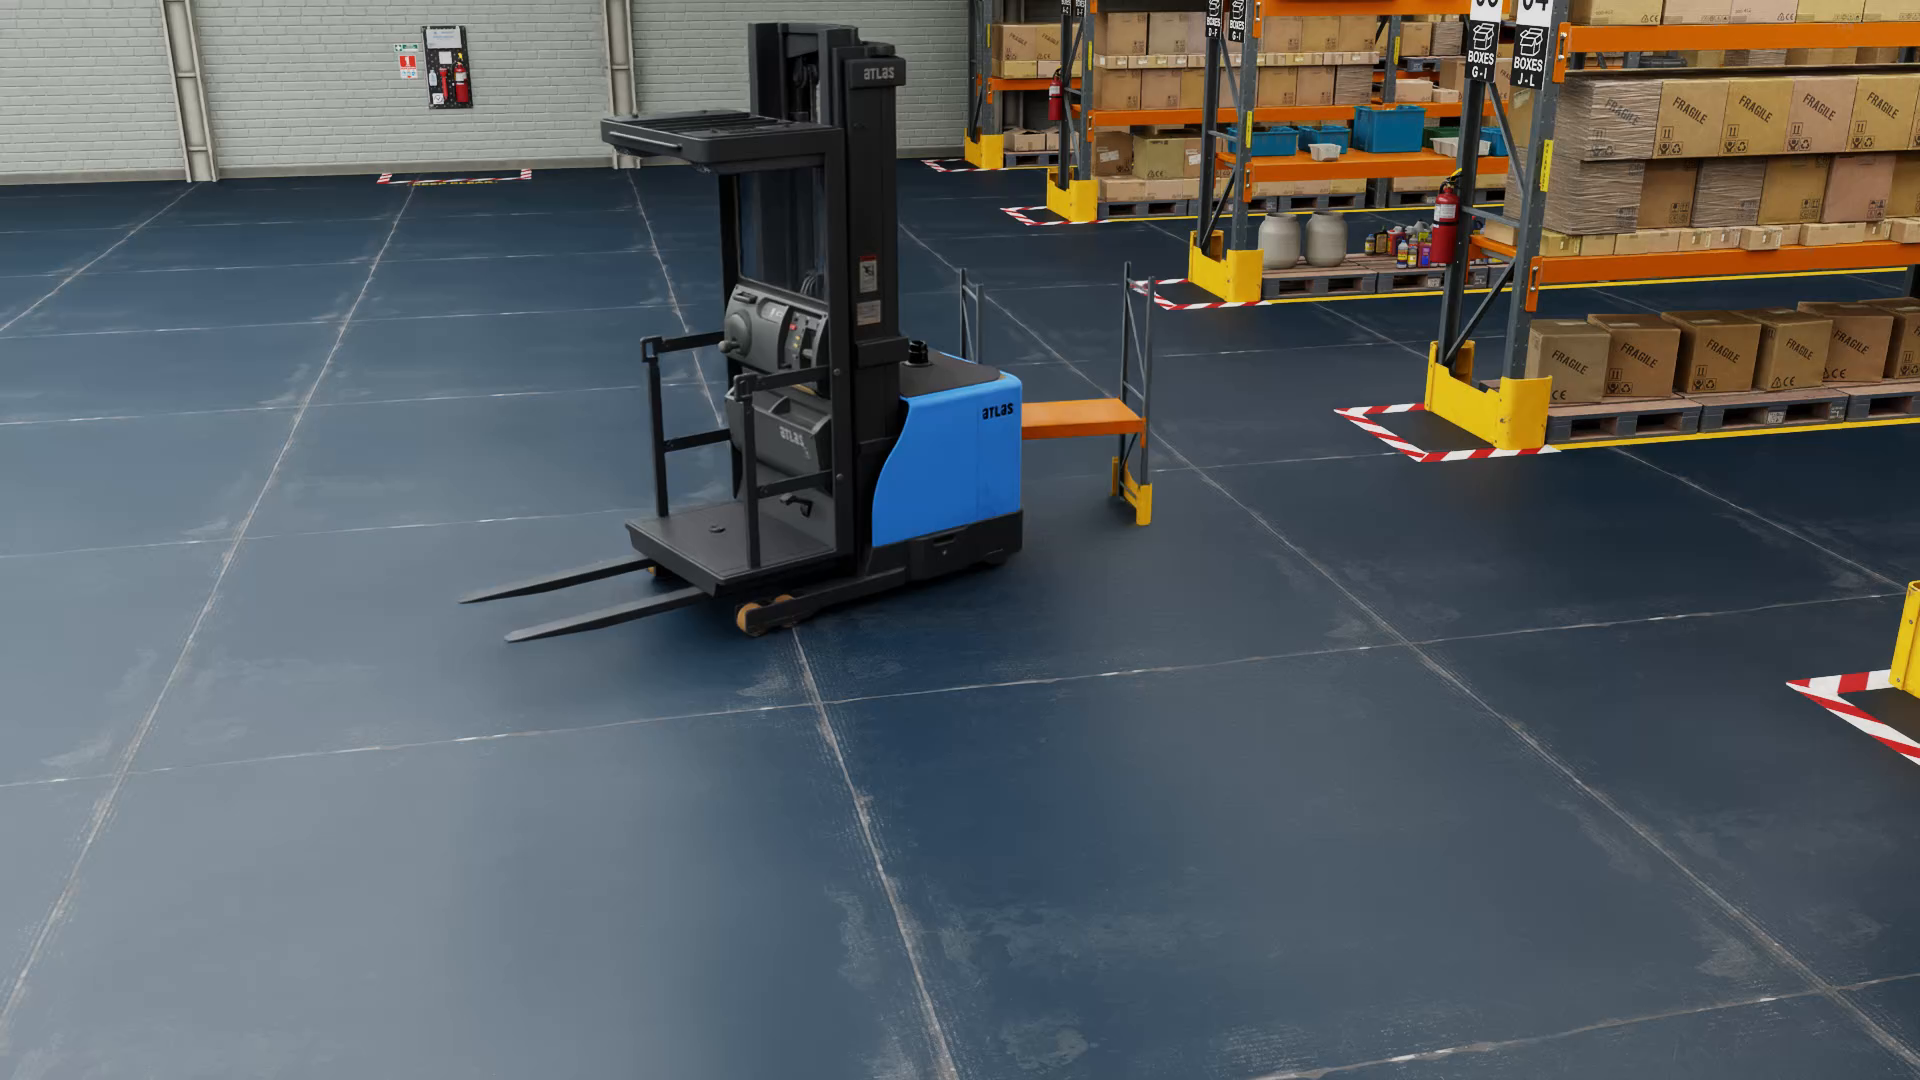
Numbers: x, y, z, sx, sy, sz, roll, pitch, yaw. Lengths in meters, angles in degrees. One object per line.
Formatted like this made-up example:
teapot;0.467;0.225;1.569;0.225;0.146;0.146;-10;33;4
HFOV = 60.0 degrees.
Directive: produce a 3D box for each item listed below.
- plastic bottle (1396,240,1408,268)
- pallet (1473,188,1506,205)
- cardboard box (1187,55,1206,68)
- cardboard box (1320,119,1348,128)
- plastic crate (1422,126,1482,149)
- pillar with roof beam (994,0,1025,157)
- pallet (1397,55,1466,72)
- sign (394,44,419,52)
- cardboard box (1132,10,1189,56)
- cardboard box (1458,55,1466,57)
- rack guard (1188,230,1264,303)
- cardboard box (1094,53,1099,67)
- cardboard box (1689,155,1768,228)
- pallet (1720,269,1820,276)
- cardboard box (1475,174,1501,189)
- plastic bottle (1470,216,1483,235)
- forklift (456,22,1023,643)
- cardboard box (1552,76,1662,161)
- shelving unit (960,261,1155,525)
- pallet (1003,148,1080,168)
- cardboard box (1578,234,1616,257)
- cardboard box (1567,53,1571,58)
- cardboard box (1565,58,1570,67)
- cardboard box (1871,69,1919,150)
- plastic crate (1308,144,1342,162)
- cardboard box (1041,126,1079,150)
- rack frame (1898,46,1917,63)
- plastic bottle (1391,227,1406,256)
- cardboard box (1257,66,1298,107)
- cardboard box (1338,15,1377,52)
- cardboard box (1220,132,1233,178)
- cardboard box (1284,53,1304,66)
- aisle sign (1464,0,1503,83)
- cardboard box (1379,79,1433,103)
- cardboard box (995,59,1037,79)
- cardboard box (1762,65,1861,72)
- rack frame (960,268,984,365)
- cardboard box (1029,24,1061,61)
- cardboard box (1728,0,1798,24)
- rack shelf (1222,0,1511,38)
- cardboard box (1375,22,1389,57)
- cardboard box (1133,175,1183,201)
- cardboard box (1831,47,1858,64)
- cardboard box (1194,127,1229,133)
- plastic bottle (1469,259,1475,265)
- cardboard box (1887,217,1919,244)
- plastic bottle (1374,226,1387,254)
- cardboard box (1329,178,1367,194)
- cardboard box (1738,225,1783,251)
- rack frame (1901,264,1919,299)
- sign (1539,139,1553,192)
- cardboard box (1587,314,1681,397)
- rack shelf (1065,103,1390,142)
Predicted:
plastic bottle;4.408;-2.850;16.560;0.097;0.271;0.097;0;20;0
pallet;7.226;-4.720;22.392;1.213;0.211;1.003;-5;21;-12
cardboard box;2.871;-5.936;20.570;0.250;0.149;0.380;-5;21;-14
cardboard box;5.894;-6.699;26.736;0.500;0.500;0.700;-4;21;-12
plastic crate;5.078;-4.089;16.925;0.662;0.188;0.450;-5;21;-12
pillar with roof beam;1.765;-8.922;21.088;0.400;9.000;9.100;-5;21;-12
pallet;7.408;-7.652;26.622;1.003;0.211;1.213;-5;21;-12
sign;-8.034;-7.142;24.129;0.331;0.109;0.001;-5;21;-12
cardboard box;2.455;-6.280;20.565;0.500;0.500;0.700;-5;21;-14
cardboard box;8.335;-7.837;27.185;0.250;0.149;0.380;-4;21;-12
rack guard;2.635;-2.733;16.549;0.348;0.500;1.175;-5;21;-12
cardboard box;1.763;-5.989;20.714;0.250;0.149;0.380;-5;21;-13
cardboard box;5.208;-2.553;11.845;0.500;0.500;0.875;-5;21;-12
pallet;8.409;-3.065;17.875;1.213;0.211;1.003;-5;21;-12
cardboard box;6.779;-4.797;21.936;0.500;0.250;0.500;-5;21;-14
plastic bottle;5.400;-3.224;17.468;0.185;0.351;0.144;-6;21;-15
forklift;-1.125;-1.091;8.533;3.031;2.935;1.130;-15;25;-34
cardboard box;4.309;-2.835;11.163;0.500;0.500;0.500;-5;21;-12
shelving unit;0.573;-0.860;9.981;1.083;1.500;0.587;-4;21;-11
pallet;1.165;-5.950;25.751;1.213;0.211;1.003;-5;21;-12
cardboard box;4.291;-2.065;11.457;0.250;0.149;0.380;-5;21;-12
cardboard box;9.604;-8.060;26.851;0.500;0.500;0.500;-5;21;-13
cardboard box;9.697;-7.786;27.043;0.250;0.149;0.380;-4;21;-12
cardboard box;6.743;-3.032;11.699;0.500;0.500;0.500;-5;21;-12
plastic crate;3.517;-3.724;16.004;0.250;0.136;0.298;-5;21;-12
cardboard box;1.541;-6.215;25.689;0.500;0.311;0.500;-3;20;-8
rack frame;10.357;-4.518;17.788;0.127;3.000;1.000;-5;21;-12
plastic bottle;4.535;-3.083;17.180;0.133;0.283;0.061;-5;21;-12
cardboard box;3.897;-5.787;21.107;0.500;0.500;0.700;-4;21;-12
cardboard box;4.898;-6.479;21.109;0.500;0.500;0.700;-5;21;-12
cardboard box;3.469;-4.887;21.092;0.500;0.500;0.500;-5;21;-12
cardboard box;4.122;-6.038;20.849;0.250;0.149;0.380;-5;21;-13
aisle sign;3.582;-3.543;11.347;0.004;0.787;0.394;-5;21;-12
cardboard box;5.797;-5.843;21.623;0.500;0.250;0.500;-3;20;-9
cardboard box;0.840;-7.072;24.950;0.500;0.250;0.500;-5;21;-14
cardboard box;6.135;-3.170;12.075;0.500;0.500;0.500;-5;21;-12
rack frame;0.067;-0.823;9.880;0.032;1.500;0.500;-4;21;-11
cardboard box;1.309;-7.465;24.932;0.500;0.500;0.500;-5;21;-12
cardboard box;5.223;-3.598;11.132;0.500;0.250;0.500;-5;21;-13
rack shelf;4.518;-5.114;16.099;4.000;0.370;1.077;-5;21;-12
cardboard box;6.415;-7.941;26.348;0.500;0.500;0.700;-5;21;-12
cardboard box;2.494;-4.458;21.011;0.500;0.250;0.500;-5;21;-12
cardboard box;11.946;-6.699;22.985;0.500;0.500;0.700;-1;20;-4
cardboard box;3.345;-5.067;21.582;0.500;0.500;0.500;-5;21;-12
plastic bottle;5.135;-2.876;16.733;0.097;0.201;0.097;0;20;0
cardboard box;6.742;-2.237;11.925;0.250;0.149;0.380;-5;21;-12
plastic bottle;4.368;-3.124;17.290;0.133;0.283;0.061;-4;21;-11
cardboard box;4.927;-4.656;21.551;0.500;0.250;0.500;-5;21;-12
cardboard box;5.526;-2.138;11.656;0.250;0.149;0.380;-5;21;-12
rack frame;7.604;-2.544;12.398;0.127;3.000;1.000;-5;21;-12
sign;3.836;-2.452;10.889;0.005;0.325;0.100;-5;21;-12
cardboard box;4.897;-1.353;12.171;0.500;0.500;0.500;1;20;2
rack shelf;3.382;-5.364;21.142;4.000;0.370;1.077;-5;21;-12
